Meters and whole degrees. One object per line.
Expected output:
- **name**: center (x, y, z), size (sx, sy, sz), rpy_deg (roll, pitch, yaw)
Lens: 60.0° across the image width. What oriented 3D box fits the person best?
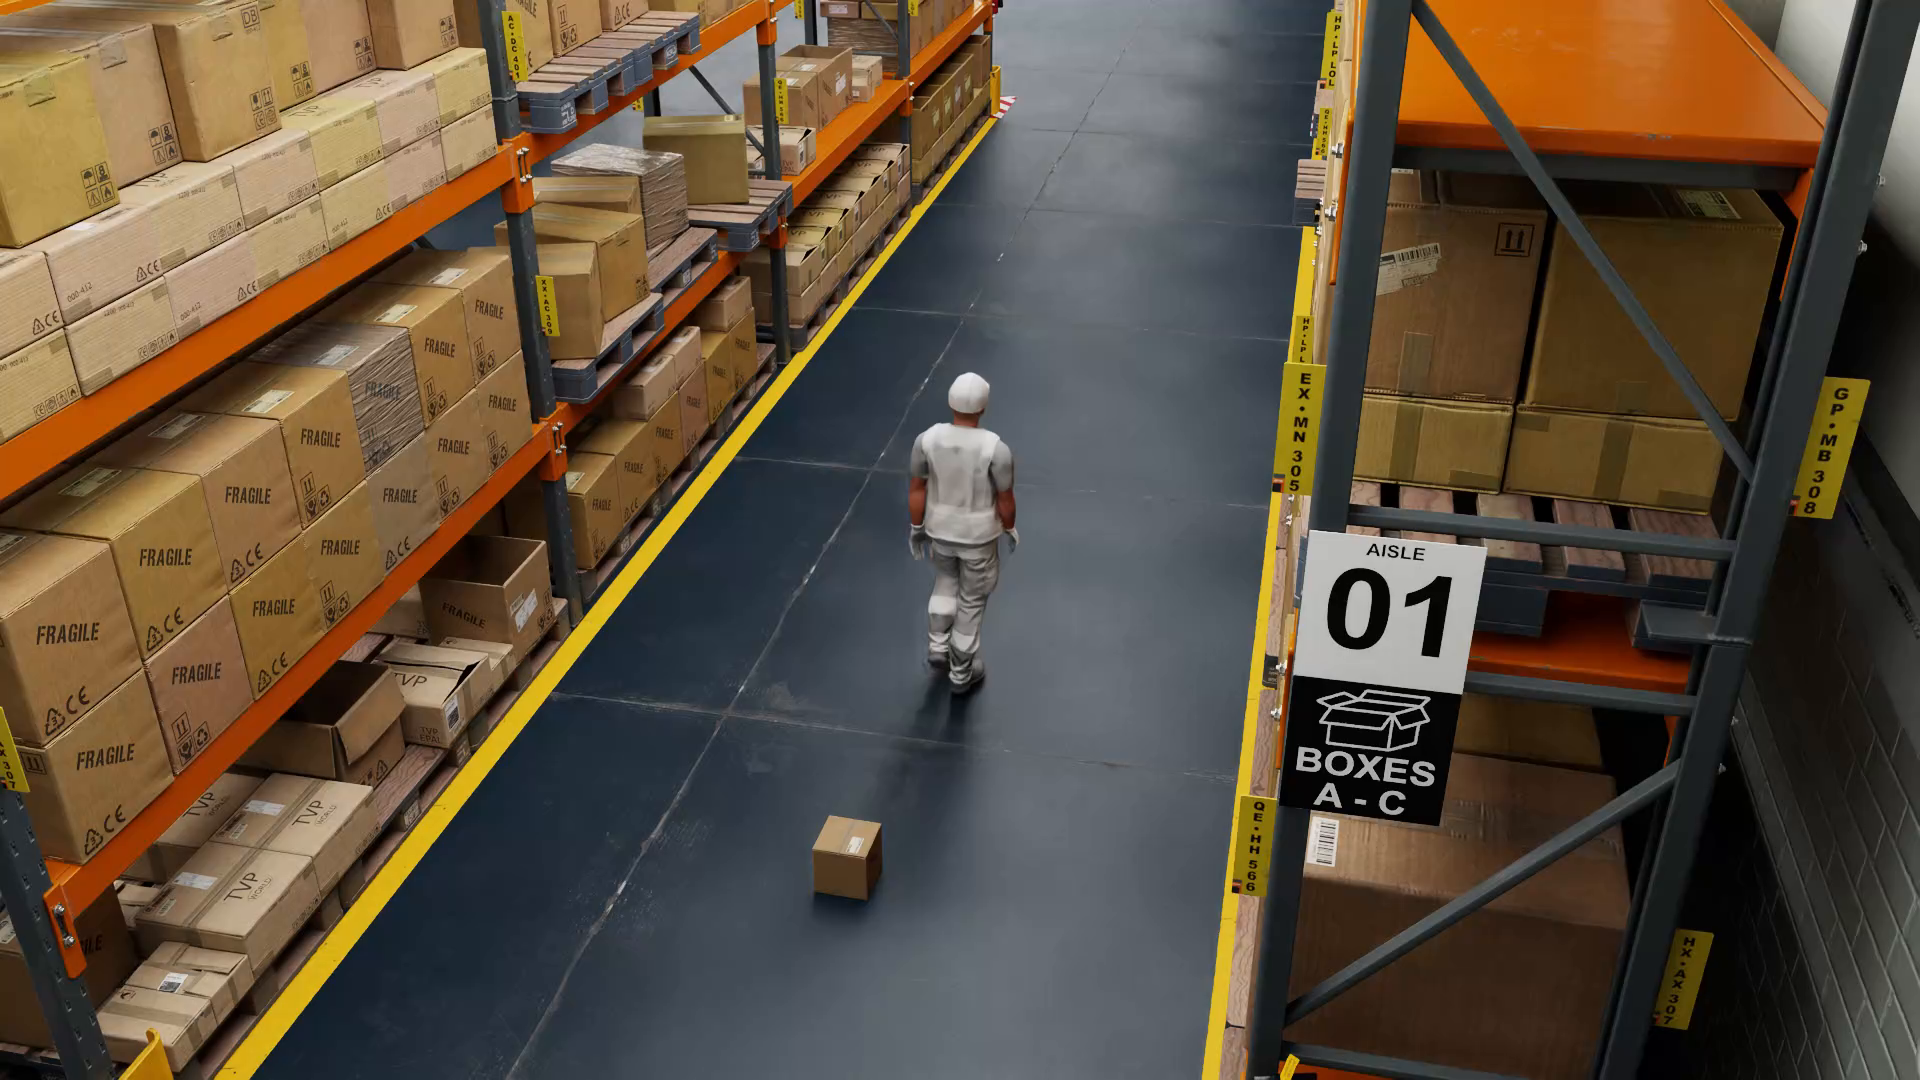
- **person**: center (0.034, -0.041, 8.642), size (0.539, 1.812, 0.449), rpy_deg (11, 30, 19)
